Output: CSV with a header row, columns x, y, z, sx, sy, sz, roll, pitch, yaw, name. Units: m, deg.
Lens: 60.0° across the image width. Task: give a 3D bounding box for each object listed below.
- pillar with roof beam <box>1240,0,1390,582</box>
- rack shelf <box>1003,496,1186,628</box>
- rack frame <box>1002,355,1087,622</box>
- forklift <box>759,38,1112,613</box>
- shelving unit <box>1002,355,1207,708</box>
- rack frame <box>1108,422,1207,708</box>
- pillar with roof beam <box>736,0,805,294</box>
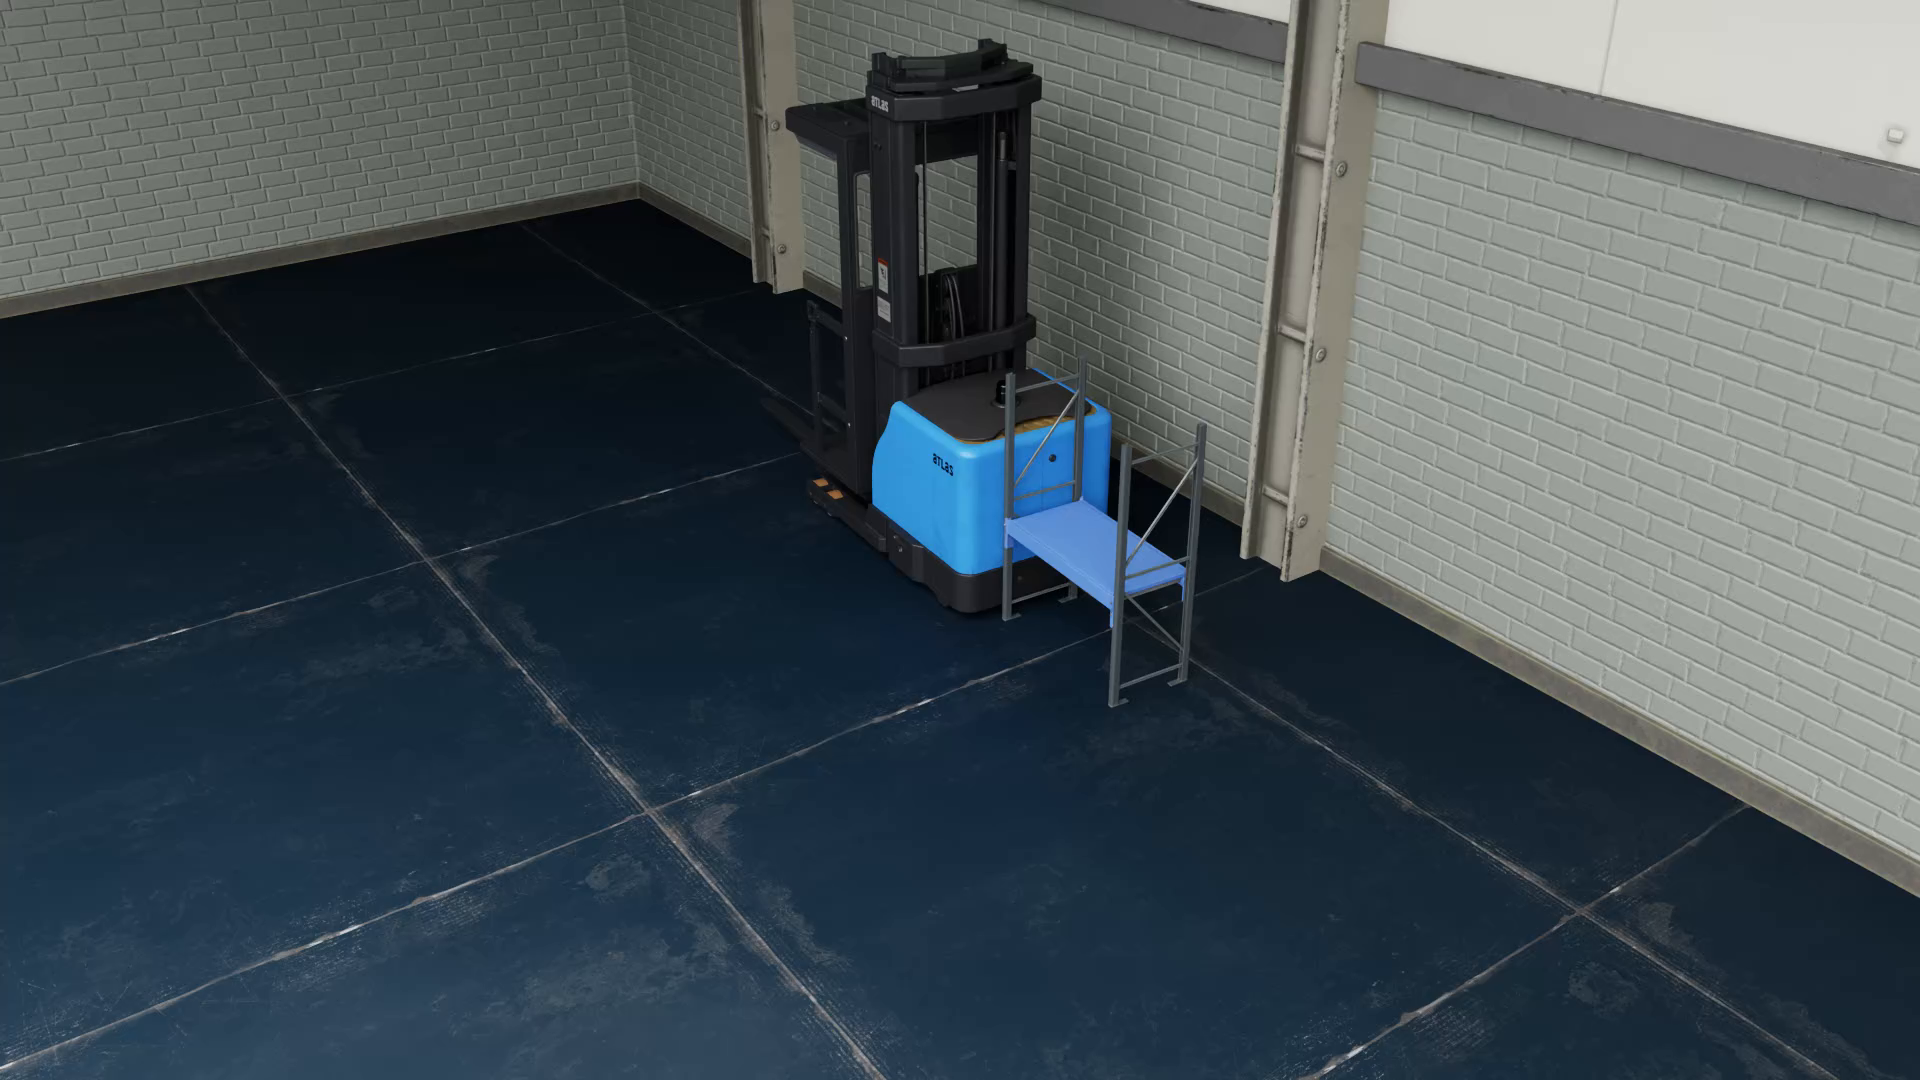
x,y,z,sx,sy,sz,roll,pitch,yaw,name
-1.577,-2.632,5.668,9.100,9.000,0.400,-19,34,-31,pillar with roof beam
0.726,0.098,8.875,0.538,0.185,1.000,-16,33,-27,rack shelf
0.460,-0.267,9.169,0.500,1.500,0.032,-16,33,-27,rack frame
-0.327,-1.542,10.019,1.130,2.935,3.031,-16,33,-27,forklift
0.726,-0.060,8.789,0.538,1.500,1.048,-16,33,-27,shelving unit
0.992,0.147,8.408,0.500,1.500,0.032,-16,33,-27,rack frame
-5.057,-4.965,9.963,9.100,9.000,0.400,-19,34,-31,pillar with roof beam
